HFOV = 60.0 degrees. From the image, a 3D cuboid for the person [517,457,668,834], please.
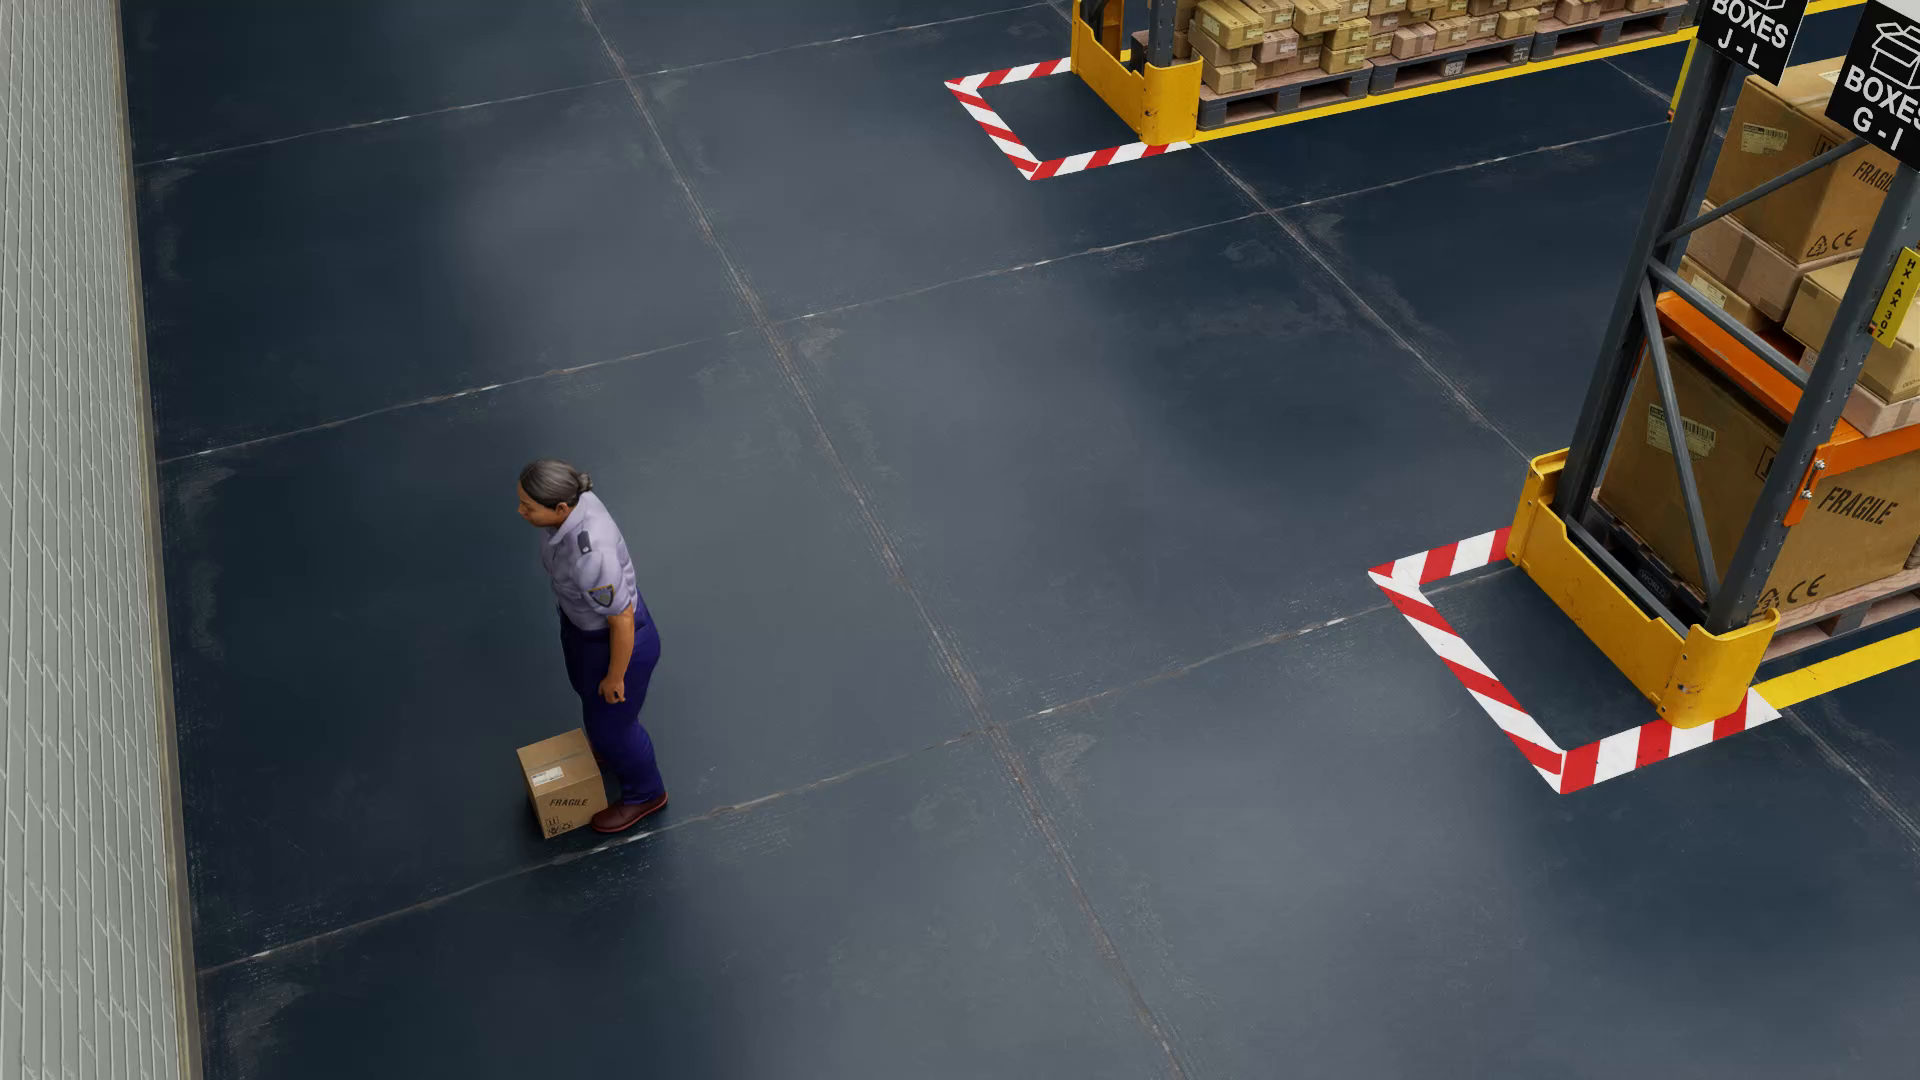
[{"bbox_3d":[-1.265,0.325,5.805,0.377,1.651,0.561,-18,45,-19],"label":"person"}]
